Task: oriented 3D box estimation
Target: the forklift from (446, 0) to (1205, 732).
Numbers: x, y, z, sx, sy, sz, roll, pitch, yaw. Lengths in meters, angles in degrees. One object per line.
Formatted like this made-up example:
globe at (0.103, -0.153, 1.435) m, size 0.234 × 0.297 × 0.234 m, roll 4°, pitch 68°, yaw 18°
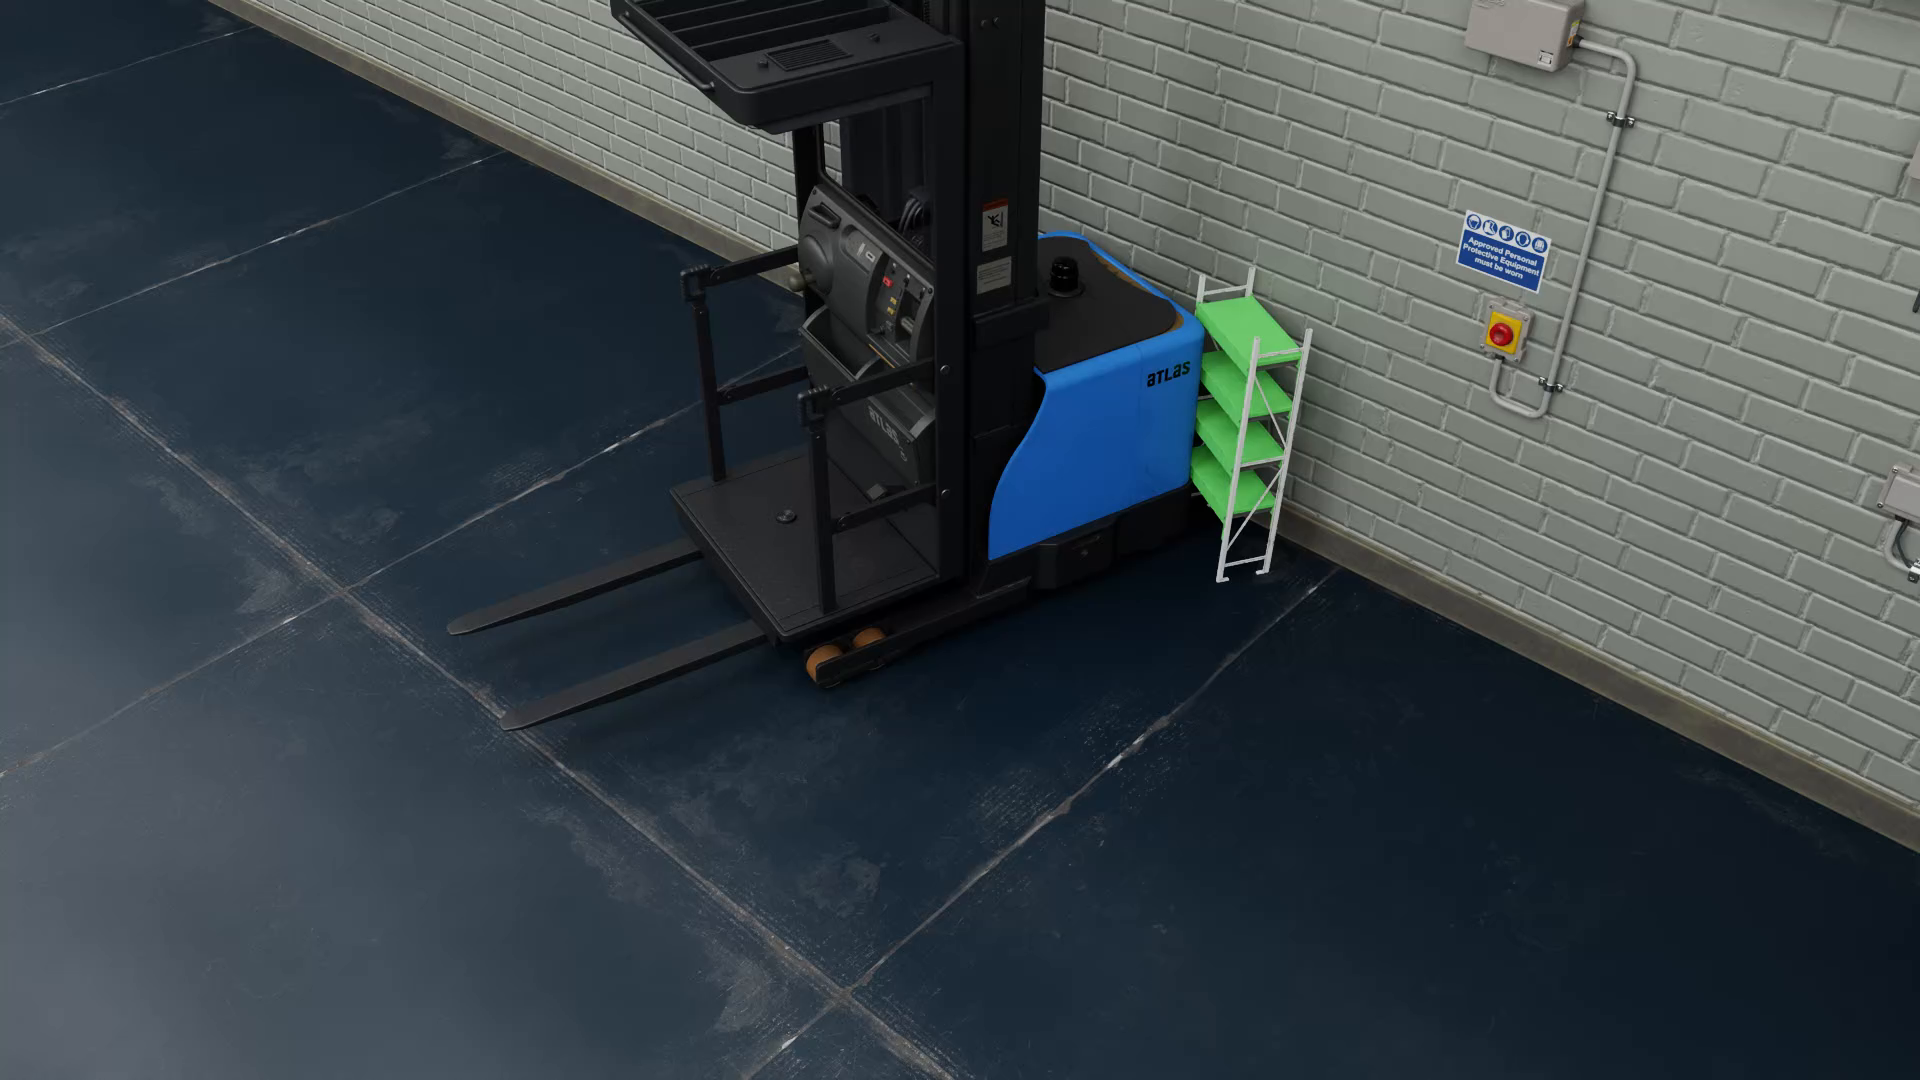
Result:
forklift at (-0.533, -0.946, 6.085) m, size 3.031 × 2.935 × 1.130 m, roll -21°, pitch 43°, yaw -24°

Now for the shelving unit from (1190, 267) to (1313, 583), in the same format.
shelving unit at (1.135, -0.459, 6.857) m, size 0.258 × 1.200 × 0.503 m, roll -11°, pitch 40°, yaw -15°

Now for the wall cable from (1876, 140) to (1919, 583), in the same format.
wall cable at (2.978, -0.679, 4.878) m, size 0.588 × 1.984 × 0.122 m, roll 30°, pitch 47°, yaw 32°

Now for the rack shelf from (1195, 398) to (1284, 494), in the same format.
rack shelf at (1.134, -0.410, 6.897) m, size 0.258 × 0.148 × 0.480 m, roll -11°, pitch 40°, yaw -15°

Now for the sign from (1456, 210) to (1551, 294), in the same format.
sign at (1.929, -1.026, 5.913) m, size 0.327 × 0.218 × 0.001 m, roll 30°, pitch 47°, yaw 32°

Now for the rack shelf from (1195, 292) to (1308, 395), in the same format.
rack shelf at (1.145, -0.784, 6.596) m, size 0.258 × 0.148 × 0.480 m, roll -11°, pitch 40°, yaw -15°

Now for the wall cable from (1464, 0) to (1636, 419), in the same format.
wall cable at (1.923, -1.282, 5.610) m, size 0.585 × 1.953 × 0.123 m, roll 30°, pitch 47°, yaw 32°

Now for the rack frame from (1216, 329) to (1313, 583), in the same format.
rack frame at (1.212, -0.313, 6.677) m, size 0.240 × 1.200 × 0.015 m, roll -11°, pitch 40°, yaw -15°

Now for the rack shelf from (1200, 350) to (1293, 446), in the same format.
rack shelf at (1.139, -0.597, 6.746) m, size 0.258 × 0.148 × 0.480 m, roll -11°, pitch 40°, yaw -15°

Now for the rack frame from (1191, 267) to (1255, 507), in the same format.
rack frame at (1.058, -0.606, 7.036) m, size 0.240 × 1.200 × 0.015 m, roll -11°, pitch 40°, yaw -15°

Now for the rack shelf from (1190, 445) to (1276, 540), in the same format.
rack shelf at (1.128, -0.223, 7.047) m, size 0.258 × 0.148 × 0.480 m, roll -11°, pitch 40°, yaw -15°
